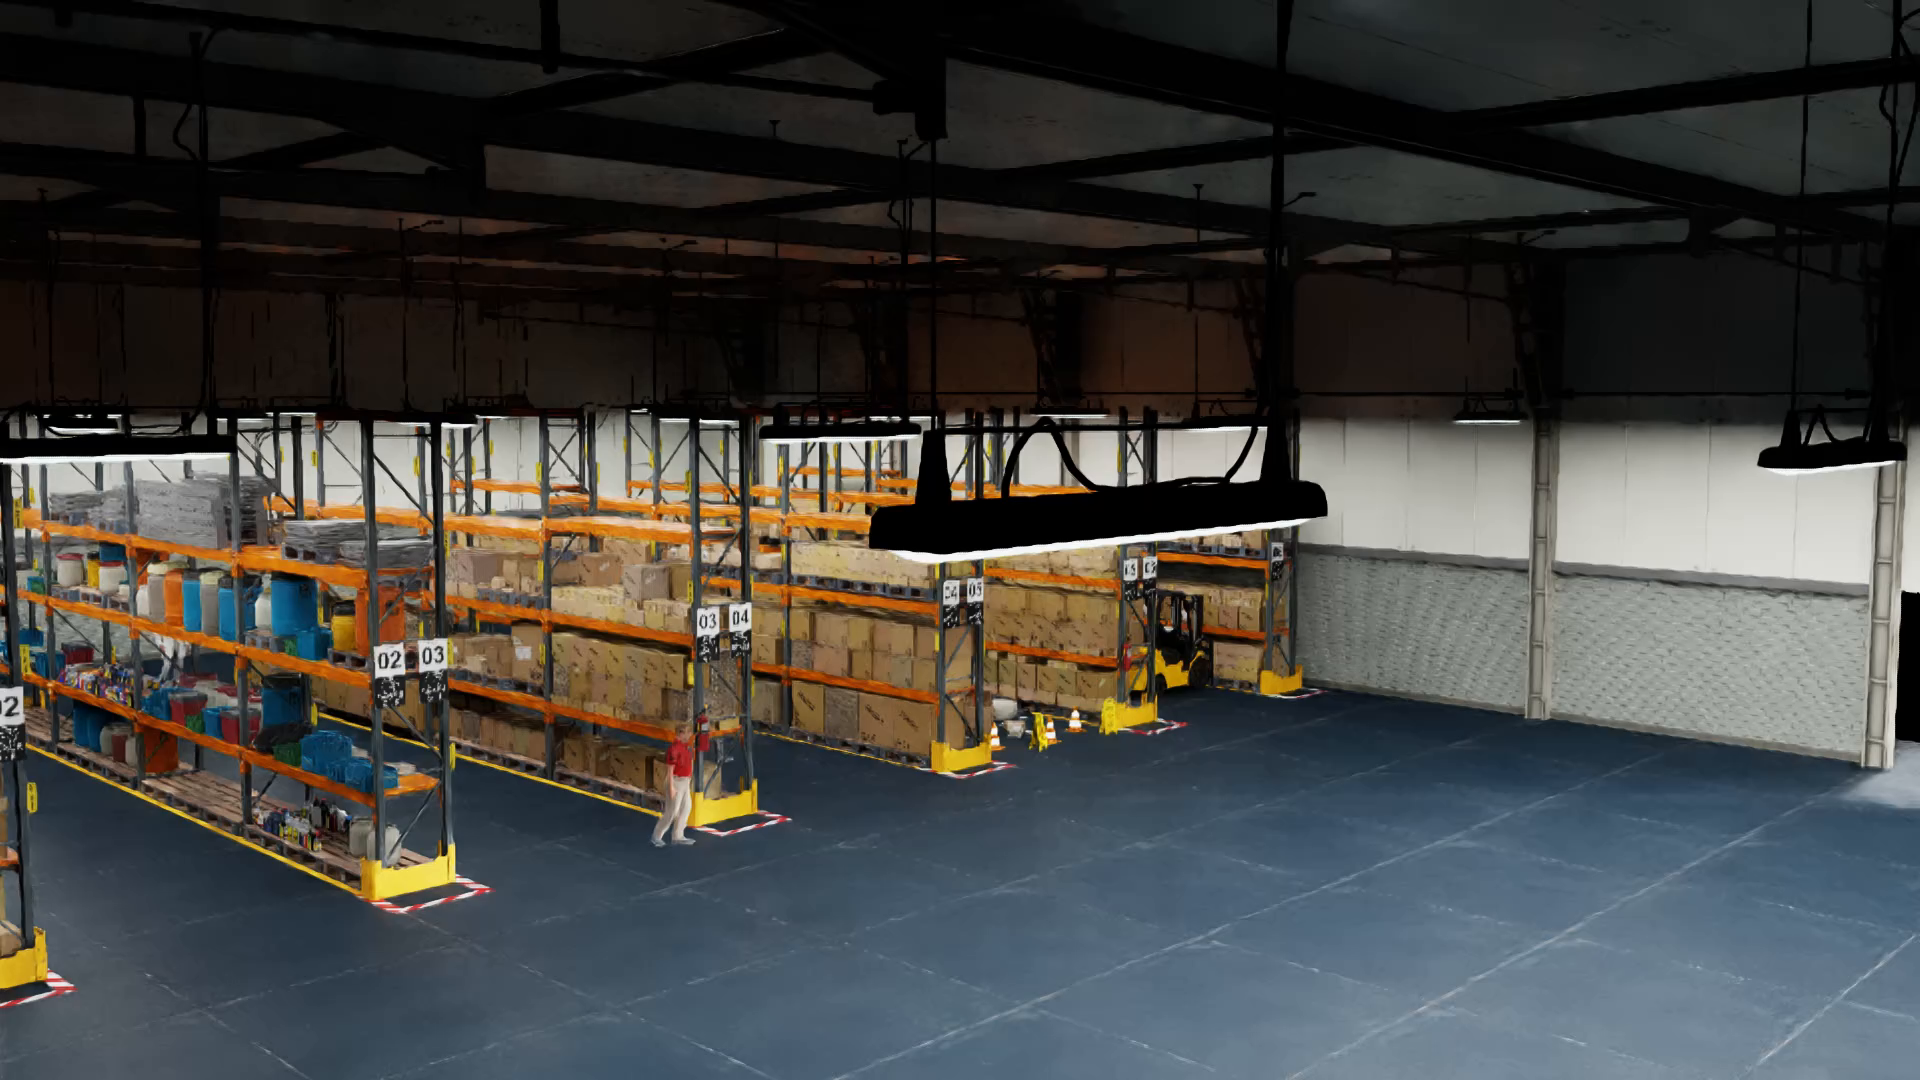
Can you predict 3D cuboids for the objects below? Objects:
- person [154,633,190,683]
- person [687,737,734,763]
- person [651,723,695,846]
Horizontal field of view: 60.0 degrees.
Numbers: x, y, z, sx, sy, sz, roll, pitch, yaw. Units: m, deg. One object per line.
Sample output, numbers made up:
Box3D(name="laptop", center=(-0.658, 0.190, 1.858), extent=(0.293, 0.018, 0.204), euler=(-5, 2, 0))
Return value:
Box3D(name="person", center=(-17.000, 2.296, 35.882), extent=(0.546, 1.733, 0.729), euler=(5, 7, 43))
Box3D(name="person", center=(-4.363, 2.961, 28.260), extent=(0.831, 1.711, 0.704), euler=(3, 6, 26))
Box3D(name="person", center=(-4.029, 3.420, 23.268), extent=(0.574, 1.712, 0.590), euler=(1, 5, 9))
